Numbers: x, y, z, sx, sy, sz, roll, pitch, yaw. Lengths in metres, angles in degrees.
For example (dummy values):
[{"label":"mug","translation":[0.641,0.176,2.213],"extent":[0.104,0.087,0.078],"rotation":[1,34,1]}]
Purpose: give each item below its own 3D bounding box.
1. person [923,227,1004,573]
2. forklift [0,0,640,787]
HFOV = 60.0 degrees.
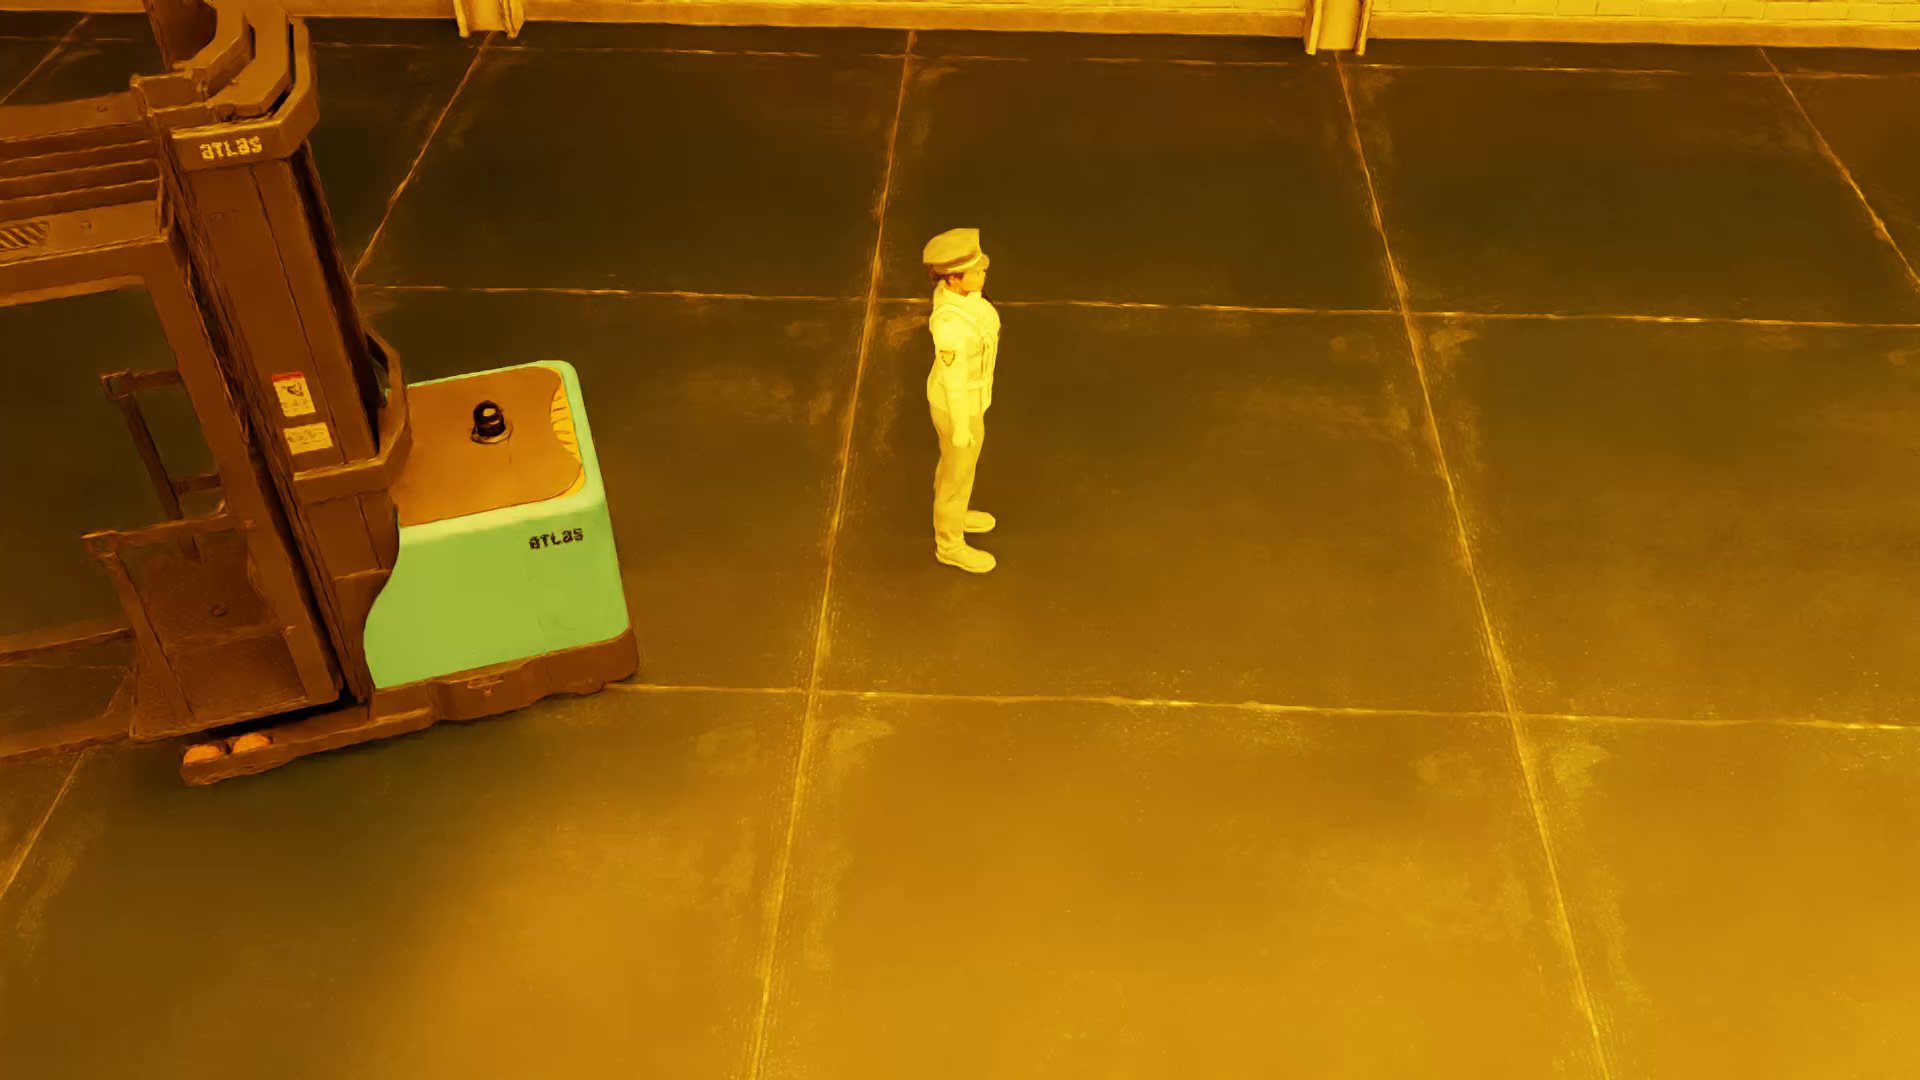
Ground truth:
[{"label":"person","translation":[0.015,-0.623,7.348],"extent":[0.337,1.692,0.463],"rotation":[2,42,2]},{"label":"forklift","translation":[-2.969,-0.481,6.269],"extent":[3.031,2.935,1.130],"rotation":[-12,44,-13]}]
